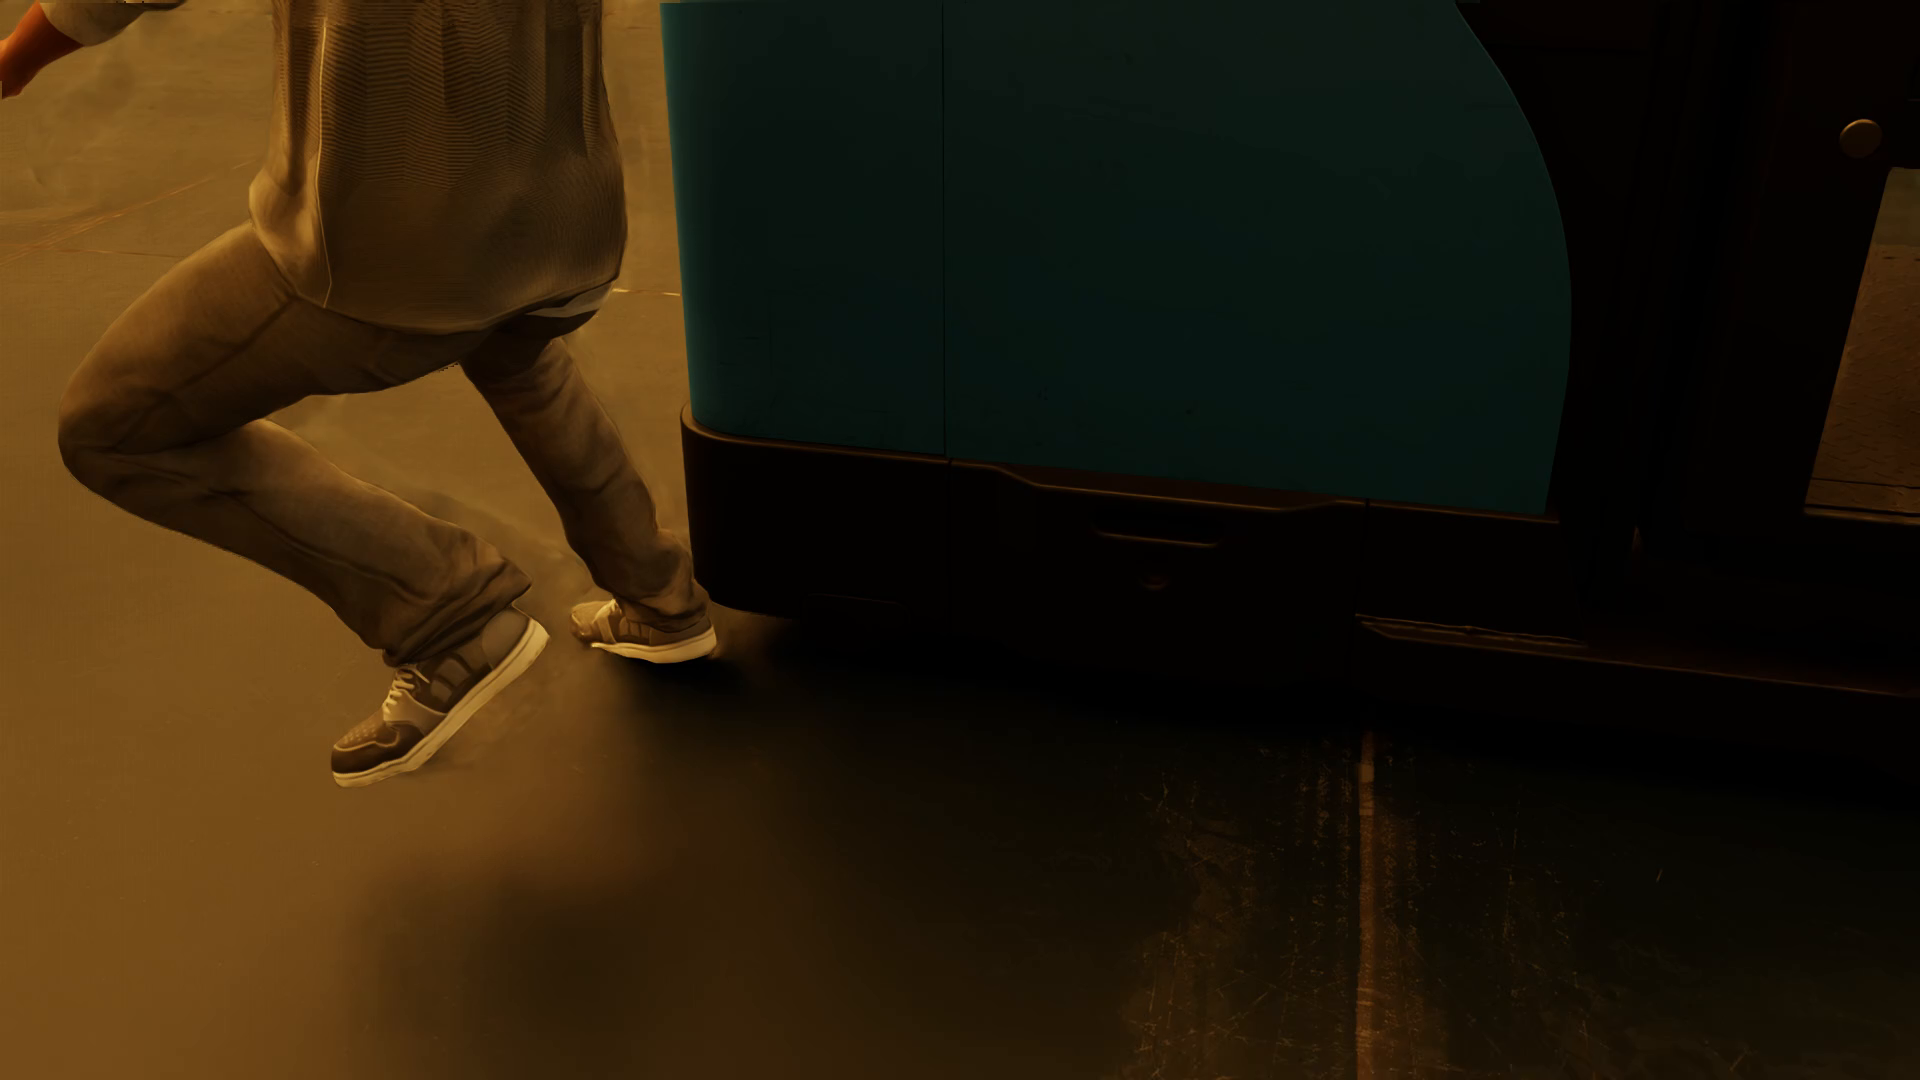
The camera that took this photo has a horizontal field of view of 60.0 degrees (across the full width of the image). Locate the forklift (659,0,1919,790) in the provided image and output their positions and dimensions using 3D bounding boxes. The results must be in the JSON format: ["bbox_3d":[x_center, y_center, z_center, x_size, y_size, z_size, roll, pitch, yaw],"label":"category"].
[{"bbox_3d":[1.214,-1.233,1.690,3.031,2.935,1.130,6,27,12],"label":"forklift"}]

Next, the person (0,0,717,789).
[{"bbox_3d":[-0.605,-0.374,1.693,0.651,1.453,0.719,16,31,28],"label":"person"}]
